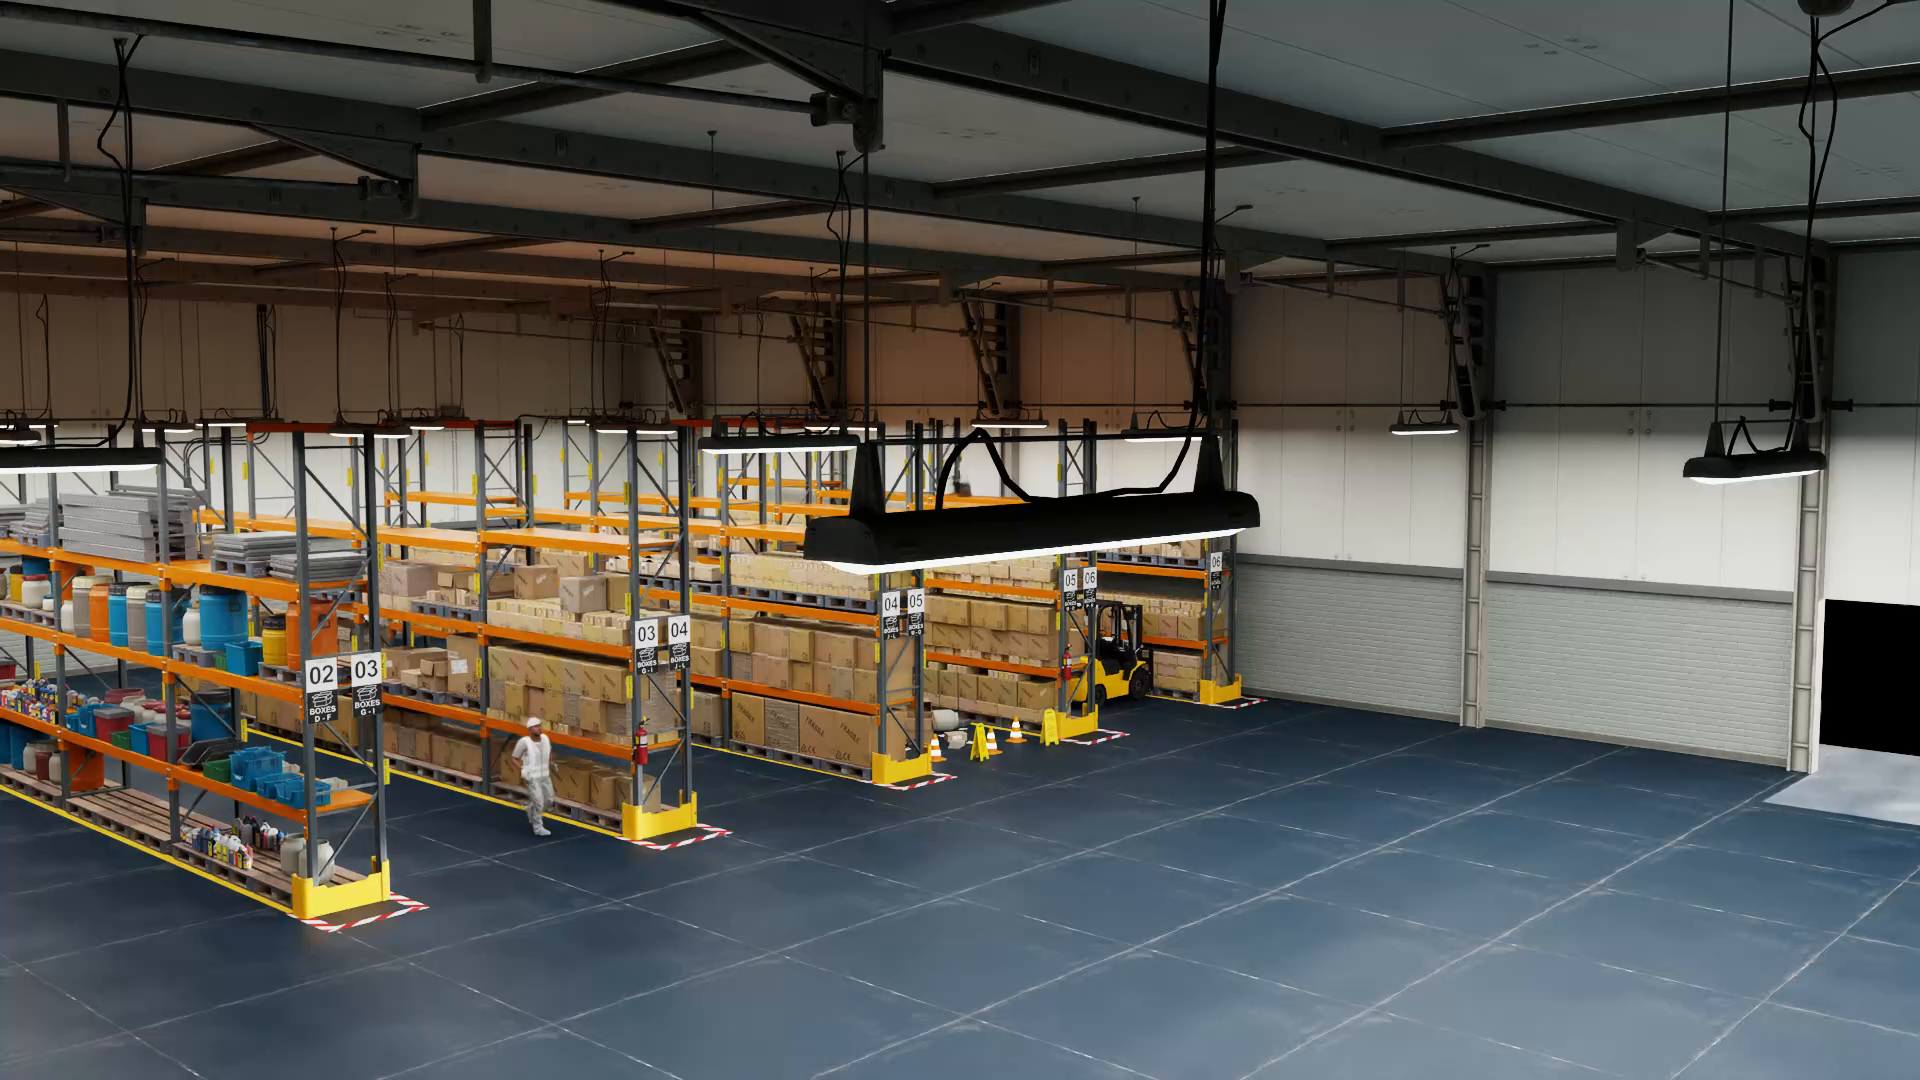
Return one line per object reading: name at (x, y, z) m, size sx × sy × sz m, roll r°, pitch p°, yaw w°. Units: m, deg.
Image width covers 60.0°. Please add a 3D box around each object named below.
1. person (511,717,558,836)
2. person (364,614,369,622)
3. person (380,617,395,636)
person at (-6.257, 3.464, 24.439) m, size 0.654 × 1.740 × 0.674 m, roll 4°, pitch 6°, yaw 40°
person at (-13.987, 2.291, 39.416) m, size 0.820 × 1.774 × 0.793 m, roll 4°, pitch 6°, yaw 38°
person at (-13.940, 2.238, 40.324) m, size 0.667 × 1.604 × 0.506 m, roll 2°, pitch 5°, yaw 26°
